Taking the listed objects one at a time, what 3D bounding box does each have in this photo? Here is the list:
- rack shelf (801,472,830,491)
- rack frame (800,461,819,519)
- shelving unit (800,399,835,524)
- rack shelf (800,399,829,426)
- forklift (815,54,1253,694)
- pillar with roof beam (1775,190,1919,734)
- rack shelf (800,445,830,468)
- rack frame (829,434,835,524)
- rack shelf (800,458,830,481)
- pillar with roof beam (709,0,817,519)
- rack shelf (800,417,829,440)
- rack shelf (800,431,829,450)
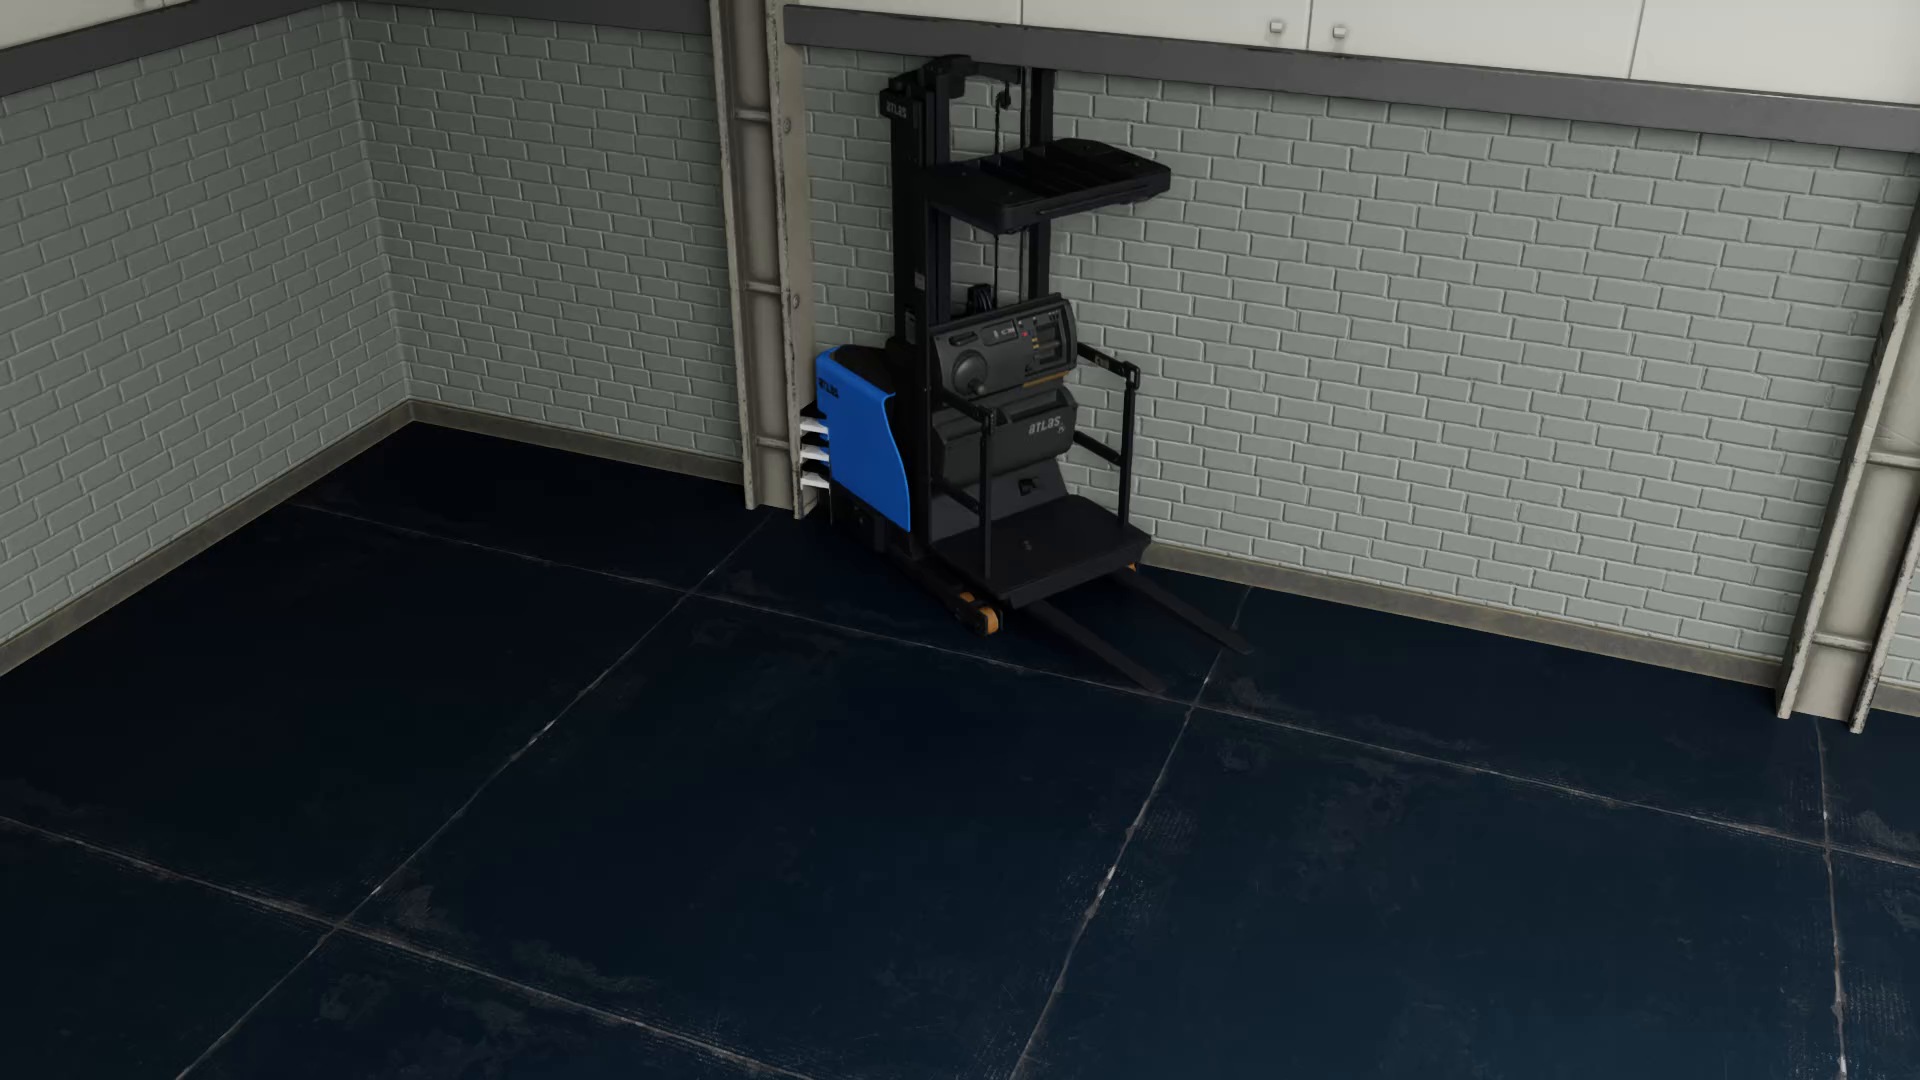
[{"bbox_3d":[-0.845,-0.376,10.345,0.200,0.077,0.258,10,26,20],"label":"rack shelf"},{"bbox_3d":[-0.937,-0.587,10.290,0.006,0.900,0.240,10,26,20],"label":"rack frame"},{"bbox_3d":[-0.842,-0.570,10.256,0.210,0.900,0.258,10,26,20],"label":"shelving unit"},{"bbox_3d":[-0.840,-0.785,10.157,0.200,0.077,0.258,10,26,20],"label":"rack shelf"},{"bbox_3d":[0.381,-1.014,8.976,1.130,2.935,3.031,-19,35,-30],"label":"forklift"},{"bbox_3d":[2.823,-1.079,2.925,0.400,9.000,9.100,11,31,19],"label":"pillar with roof beam"},{"bbox_3d":[-0.843,-0.540,10.270,0.200,0.077,0.258,10,26,20],"label":"rack shelf"},{"bbox_3d":[-0.748,-0.553,10.222,0.006,0.900,0.240,10,26,20],"label":"rack frame"},{"bbox_3d":[-0.844,-0.458,10.307,0.200,0.077,0.258,10,26,20],"label":"rack shelf"},{"bbox_3d":[-2.737,-2.189,4.889,0.400,9.000,9.100,11,31,19],"label":"pillar with roof beam"},{"bbox_3d":[-0.841,-0.704,10.195,0.200,0.077,0.258,10,26,20],"label":"rack shelf"},{"bbox_3d":[-0.842,-0.622,10.232,0.200,0.077,0.258,10,26,20],"label":"rack shelf"}]
